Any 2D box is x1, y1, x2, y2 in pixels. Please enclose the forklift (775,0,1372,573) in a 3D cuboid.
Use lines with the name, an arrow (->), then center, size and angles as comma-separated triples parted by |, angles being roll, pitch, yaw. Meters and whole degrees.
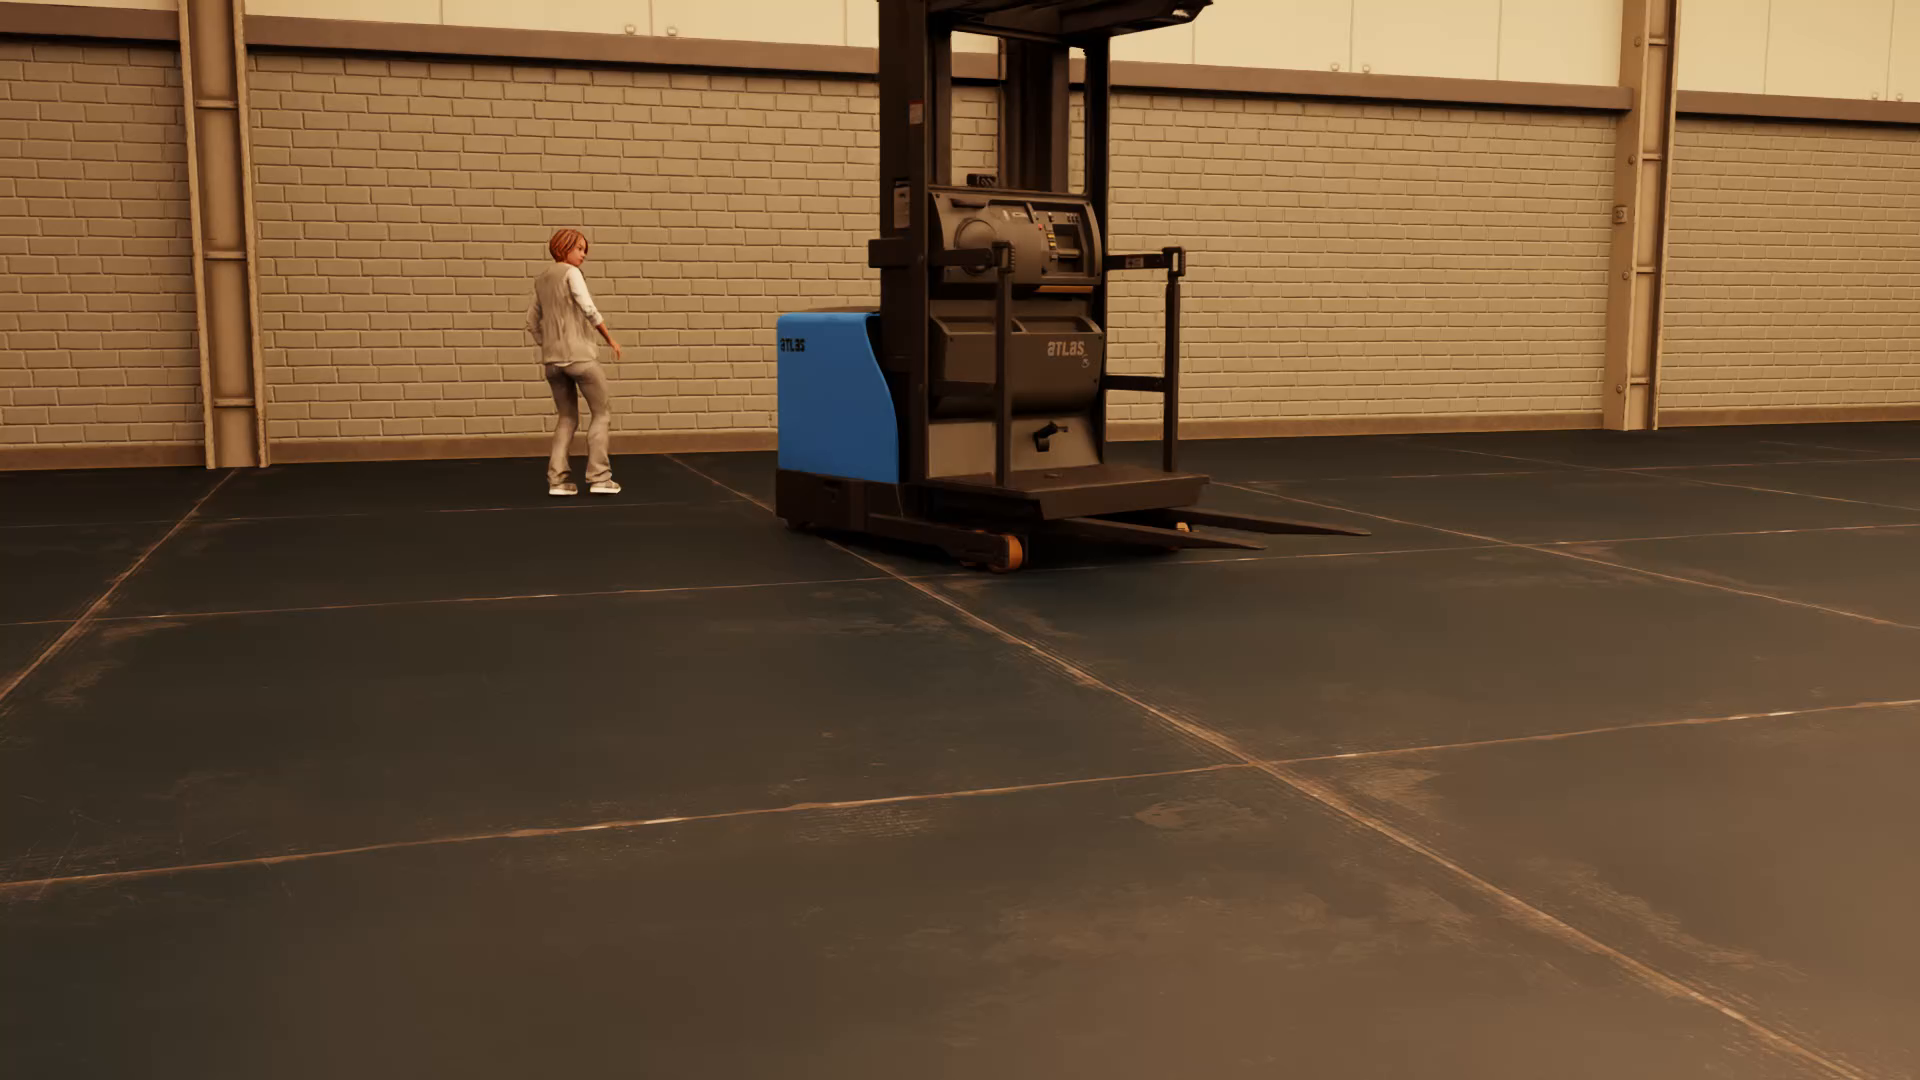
forklift -> 0.396, -1.389, 7.260 | 1.130, 2.935, 3.031 | -6, 10, -38

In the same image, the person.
person -> -2.286, -1.044, 9.828 | 0.614, 1.570, 0.444 | 4, 9, 29
